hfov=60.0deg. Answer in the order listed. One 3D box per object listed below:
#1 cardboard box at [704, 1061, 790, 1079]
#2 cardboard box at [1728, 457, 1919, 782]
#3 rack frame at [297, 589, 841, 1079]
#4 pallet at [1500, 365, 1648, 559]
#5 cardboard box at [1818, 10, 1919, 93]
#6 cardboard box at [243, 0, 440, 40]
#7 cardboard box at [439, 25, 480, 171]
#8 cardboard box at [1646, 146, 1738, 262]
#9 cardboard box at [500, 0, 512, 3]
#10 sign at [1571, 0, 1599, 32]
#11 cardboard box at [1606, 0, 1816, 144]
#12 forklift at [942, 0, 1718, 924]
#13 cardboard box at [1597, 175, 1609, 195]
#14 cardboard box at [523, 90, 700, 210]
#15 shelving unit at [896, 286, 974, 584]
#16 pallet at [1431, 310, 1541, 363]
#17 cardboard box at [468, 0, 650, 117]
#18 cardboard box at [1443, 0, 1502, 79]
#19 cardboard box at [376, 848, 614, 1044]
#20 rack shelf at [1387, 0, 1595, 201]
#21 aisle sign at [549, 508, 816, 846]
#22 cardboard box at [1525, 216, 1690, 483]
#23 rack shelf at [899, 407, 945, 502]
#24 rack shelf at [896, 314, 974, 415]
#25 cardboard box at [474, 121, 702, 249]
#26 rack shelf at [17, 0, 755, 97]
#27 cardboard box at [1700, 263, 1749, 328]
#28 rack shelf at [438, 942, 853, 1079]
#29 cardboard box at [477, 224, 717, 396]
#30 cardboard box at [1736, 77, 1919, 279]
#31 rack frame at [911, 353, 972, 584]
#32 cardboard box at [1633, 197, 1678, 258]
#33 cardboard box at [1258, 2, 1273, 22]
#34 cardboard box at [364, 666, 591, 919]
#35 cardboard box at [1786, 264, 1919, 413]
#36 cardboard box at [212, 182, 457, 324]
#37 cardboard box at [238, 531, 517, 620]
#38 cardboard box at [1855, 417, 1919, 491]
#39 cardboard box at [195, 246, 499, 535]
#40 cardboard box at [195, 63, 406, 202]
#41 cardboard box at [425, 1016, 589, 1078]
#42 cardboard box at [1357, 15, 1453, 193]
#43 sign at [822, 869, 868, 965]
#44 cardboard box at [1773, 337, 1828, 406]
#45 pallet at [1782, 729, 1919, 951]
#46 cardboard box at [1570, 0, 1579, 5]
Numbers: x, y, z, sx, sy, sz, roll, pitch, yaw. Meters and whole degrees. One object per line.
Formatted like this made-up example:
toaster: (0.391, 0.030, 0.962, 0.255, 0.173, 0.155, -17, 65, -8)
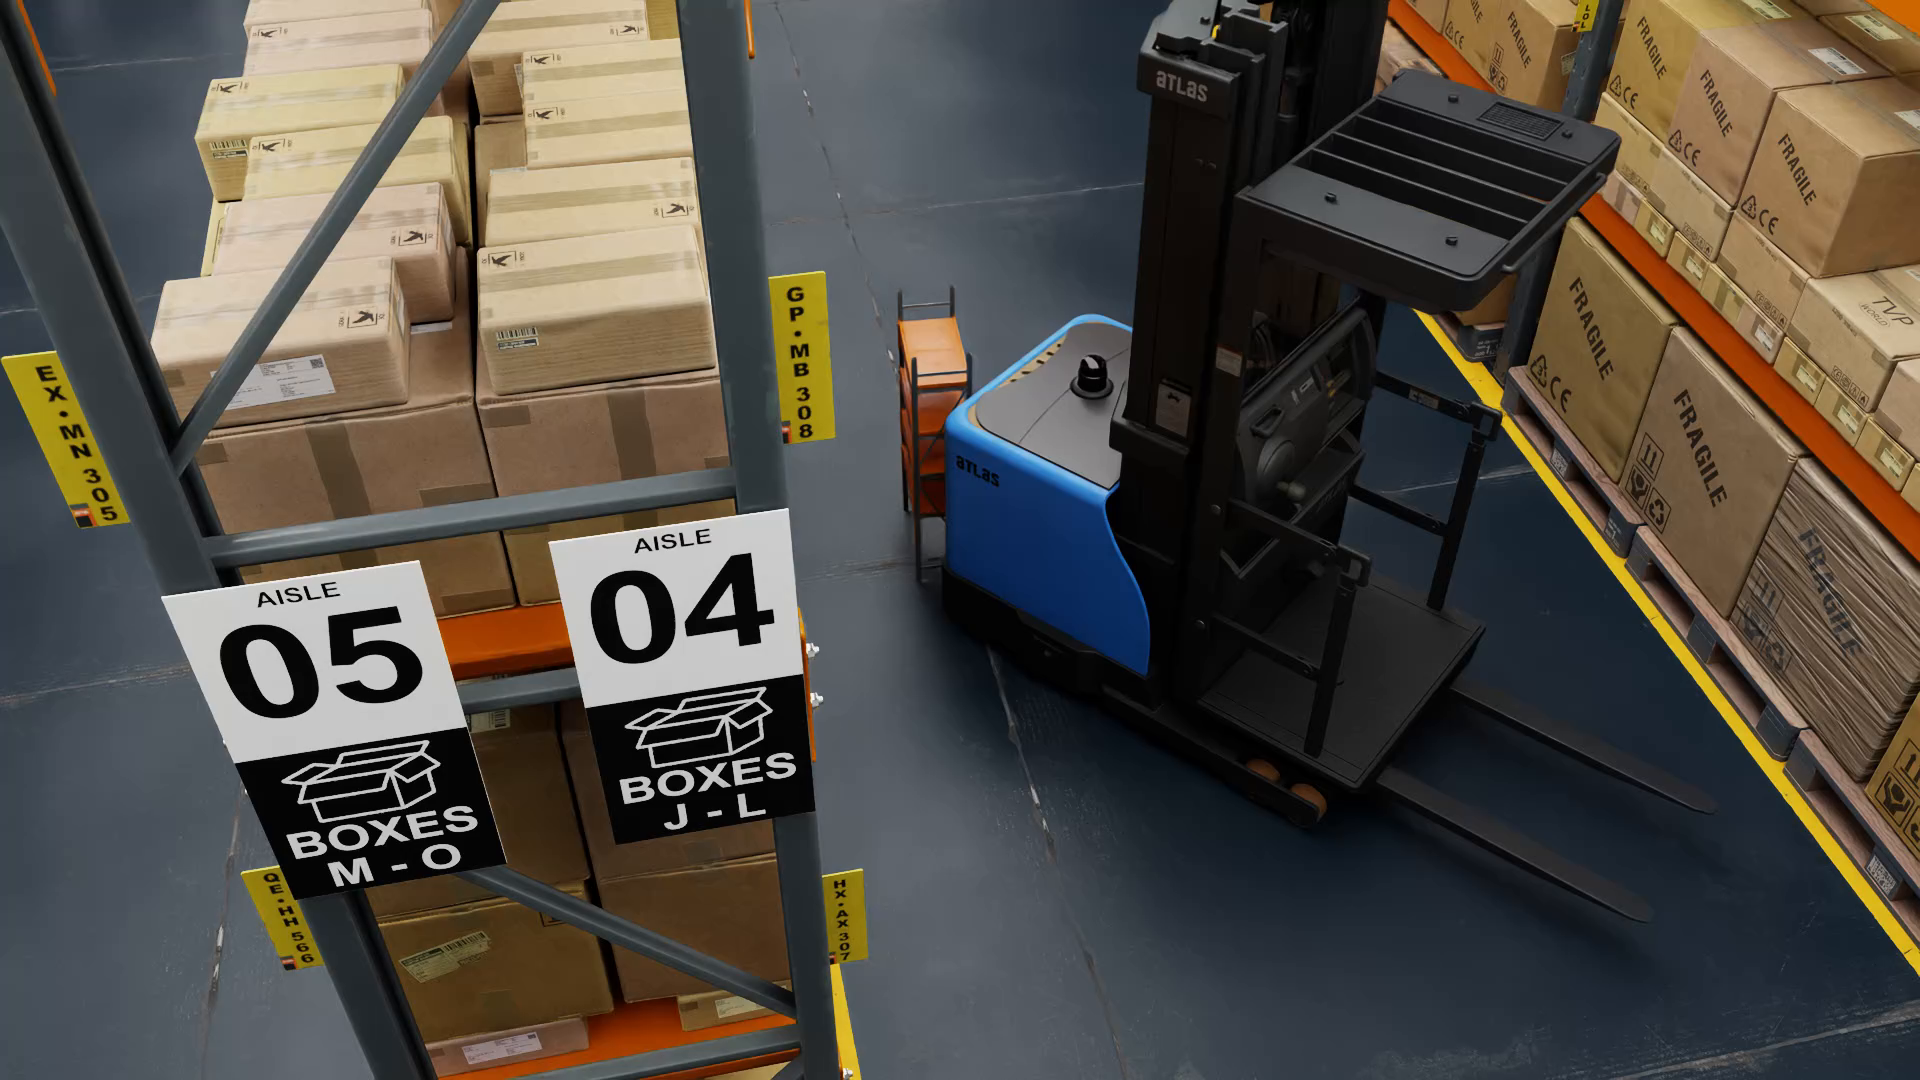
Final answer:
cardboard box: (-0.569, 1.537, 4.924, 0.380, 0.149, 0.250, -10, 43, -11)
cardboard box: (3.664, 0.238, 6.288, 0.875, 0.875, 0.875, -8, 42, -9)
rack frame: (-0.788, 1.239, 3.877, 1.000, 3.000, 0.127, -8, 42, -9)
pallet: (3.301, -0.452, 7.882, 1.003, 0.211, 1.213, -8, 42, -9)
cardboard box: (3.678, -1.750, 6.567, 0.500, 0.500, 0.500, -8, 42, -9)
cardboard box: (-1.392, -1.171, 3.768, 0.380, 0.149, 0.250, -7, 42, -8)
cardboard box: (-1.355, -0.940, 3.808, 0.500, 0.250, 0.500, -8, 42, -9)
cardboard box: (3.162, -1.389, 6.726, 0.500, 0.250, 0.500, -9, 42, -9)
cardboard box: (-0.942, -1.417, 4.045, 0.380, 0.149, 0.250, -7, 42, -8)
sign: (2.686, -2.319, 7.072, 0.100, 0.325, 0.005, -8, 42, -9)
cardboard box: (3.067, -1.988, 6.835, 0.500, 0.500, 0.500, -8, 42, -9)
forklift: (1.393, -0.411, 5.787, 3.031, 2.935, 1.130, 28, 49, 28)
cardboard box: (2.953, -1.666, 7.338, 0.380, 0.149, 0.250, -8, 42, -9)
cardboard box: (-0.660, -0.760, 3.305, 0.380, 0.149, 0.250, -8, 42, -9)
shelving unit: (-0.106, -0.434, 7.116, 0.258, 1.200, 0.503, -5, 42, -6)
pallet: (2.973, -1.446, 9.001, 1.003, 0.211, 1.213, -8, 42, -9)
cardboard box: (-0.871, -1.069, 3.653, 0.380, 0.149, 0.250, -7, 42, -8)
cardboard box: (2.746, -2.622, 8.151, 0.500, 0.500, 0.500, -7, 42, -8)
cardboard box: (-1.136, 0.836, 4.031, 0.500, 0.500, 0.500, -8, 42, -8)
rack shelf: (2.782, -3.027, 9.224, 1.077, 0.370, 4.000, -8, 42, -9)
aisle sign: (-0.479, 0.271, 3.009, 0.394, 0.787, 0.004, -8, 42, -9)
cardboard box: (3.278, -0.922, 7.595, 0.875, 0.875, 0.875, -8, 42, -9)
rack shelf: (-0.106, -0.383, 7.161, 0.258, 0.148, 0.480, -5, 42, -6)
rack shelf: (-0.106, -0.727, 6.856, 0.258, 0.148, 0.480, -5, 42, -6)
cardboard box: (-0.742, -0.674, 3.508, 0.500, 0.250, 0.500, -9, 42, -10)
rack shelf: (-1.220, -2.031, 3.585, 1.077, 0.370, 4.000, -8, 42, -9)
cardboard box: (3.181, -0.989, 6.575, 0.380, 0.149, 0.250, -9, 42, -10)
rack shelf: (-1.220, 0.211, 5.576, 1.077, 0.370, 4.000, -8, 42, -9)
cardboard box: (-0.635, -0.406, 2.906, 0.380, 0.149, 0.250, -9, 42, -10)
cardboard box: (3.283, -1.331, 6.095, 0.500, 0.500, 0.500, -10, 42, -11)
rack frame: (-0.071, -0.273, 6.936, 0.240, 1.200, 0.015, -5, 42, -6)
cardboard box: (3.067, -1.325, 6.954, 0.380, 0.149, 0.250, -7, 42, -8)
cardboard box: (2.479, -3.504, 10.504, 1.225, 0.875, 0.875, -10, 43, -11)
cardboard box: (-1.130, 0.455, 3.707, 0.500, 0.500, 0.500, -9, 42, -10)
cardboard box: (3.378, -0.733, 5.987, 0.500, 0.250, 0.500, -8, 42, -9)
cardboard box: (-1.125, -0.507, 3.020, 0.380, 0.149, 0.250, -8, 42, -9)
cardboard box: (-1.144, -0.084, 3.220, 0.500, 0.250, 0.500, -9, 42, -10)
cardboard box: (3.400, -0.326, 5.829, 0.380, 0.149, 0.250, -8, 42, -9)
cardboard box: (-1.136, -0.276, 3.060, 0.500, 0.250, 0.500, -10, 42, -11)
cardboard box: (-1.323, -0.832, 3.386, 0.380, 0.149, 0.250, -8, 42, -9)
cardboard box: (-1.134, 1.162, 4.152, 0.380, 0.149, 0.250, -8, 42, -9)
cardboard box: (2.862, -2.353, 9.207, 1.225, 0.875, 0.875, -10, 43, -11)
sign: (-0.258, 0.837, 3.677, 0.100, 0.325, 0.005, -8, 42, -9)
cardboard box: (3.291, -0.656, 6.200, 0.380, 0.149, 0.250, -9, 42, -11)
pallet: (3.828, 1.129, 6.100, 1.003, 0.211, 1.213, -8, 42, -9)
cardboard box: (3.068, -2.825, 7.623, 0.797, 0.503, 0.637, -9, 42, -10)
